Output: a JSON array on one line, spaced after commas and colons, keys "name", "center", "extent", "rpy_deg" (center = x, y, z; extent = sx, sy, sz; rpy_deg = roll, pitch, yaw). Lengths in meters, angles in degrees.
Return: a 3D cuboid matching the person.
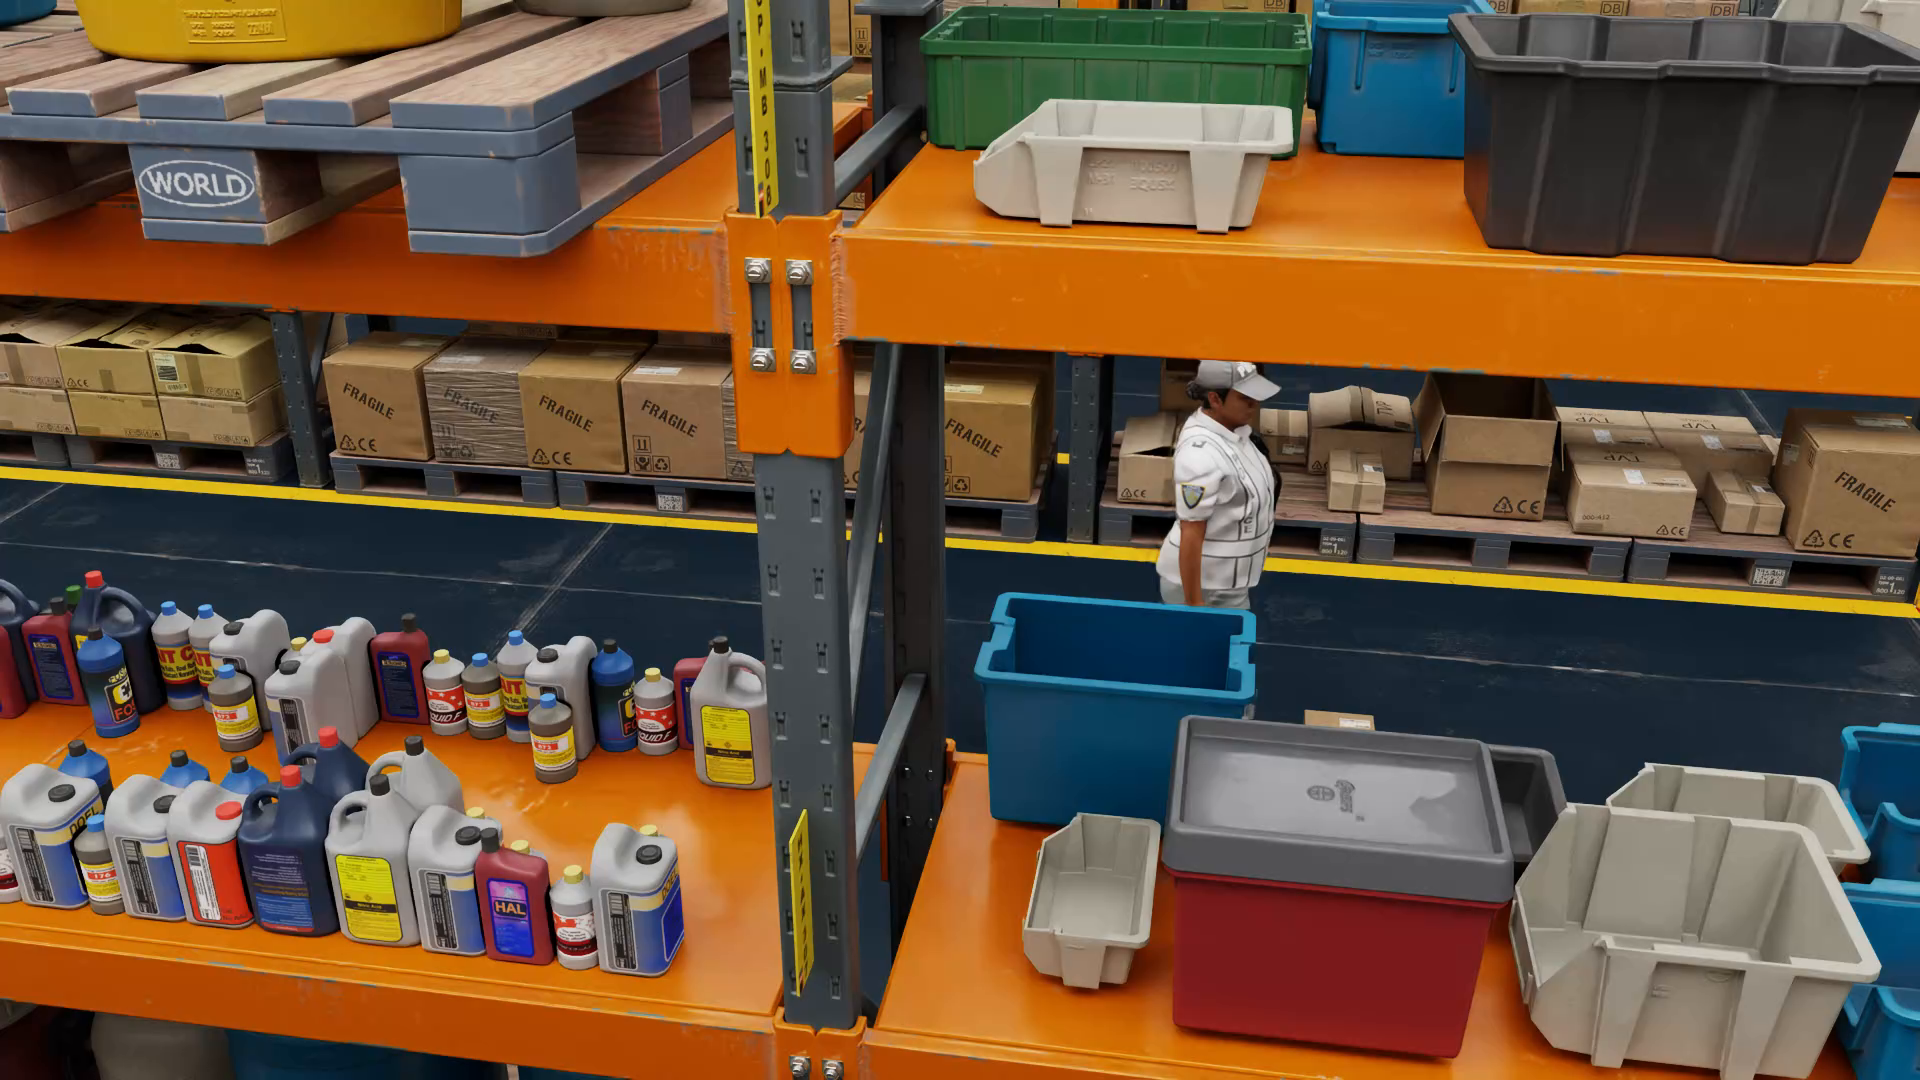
[{"name": "person", "center": [0.983, 0.141, 5.795], "extent": [0.592, 1.656, 0.481], "rpy_deg": [8, 26, 17]}]
